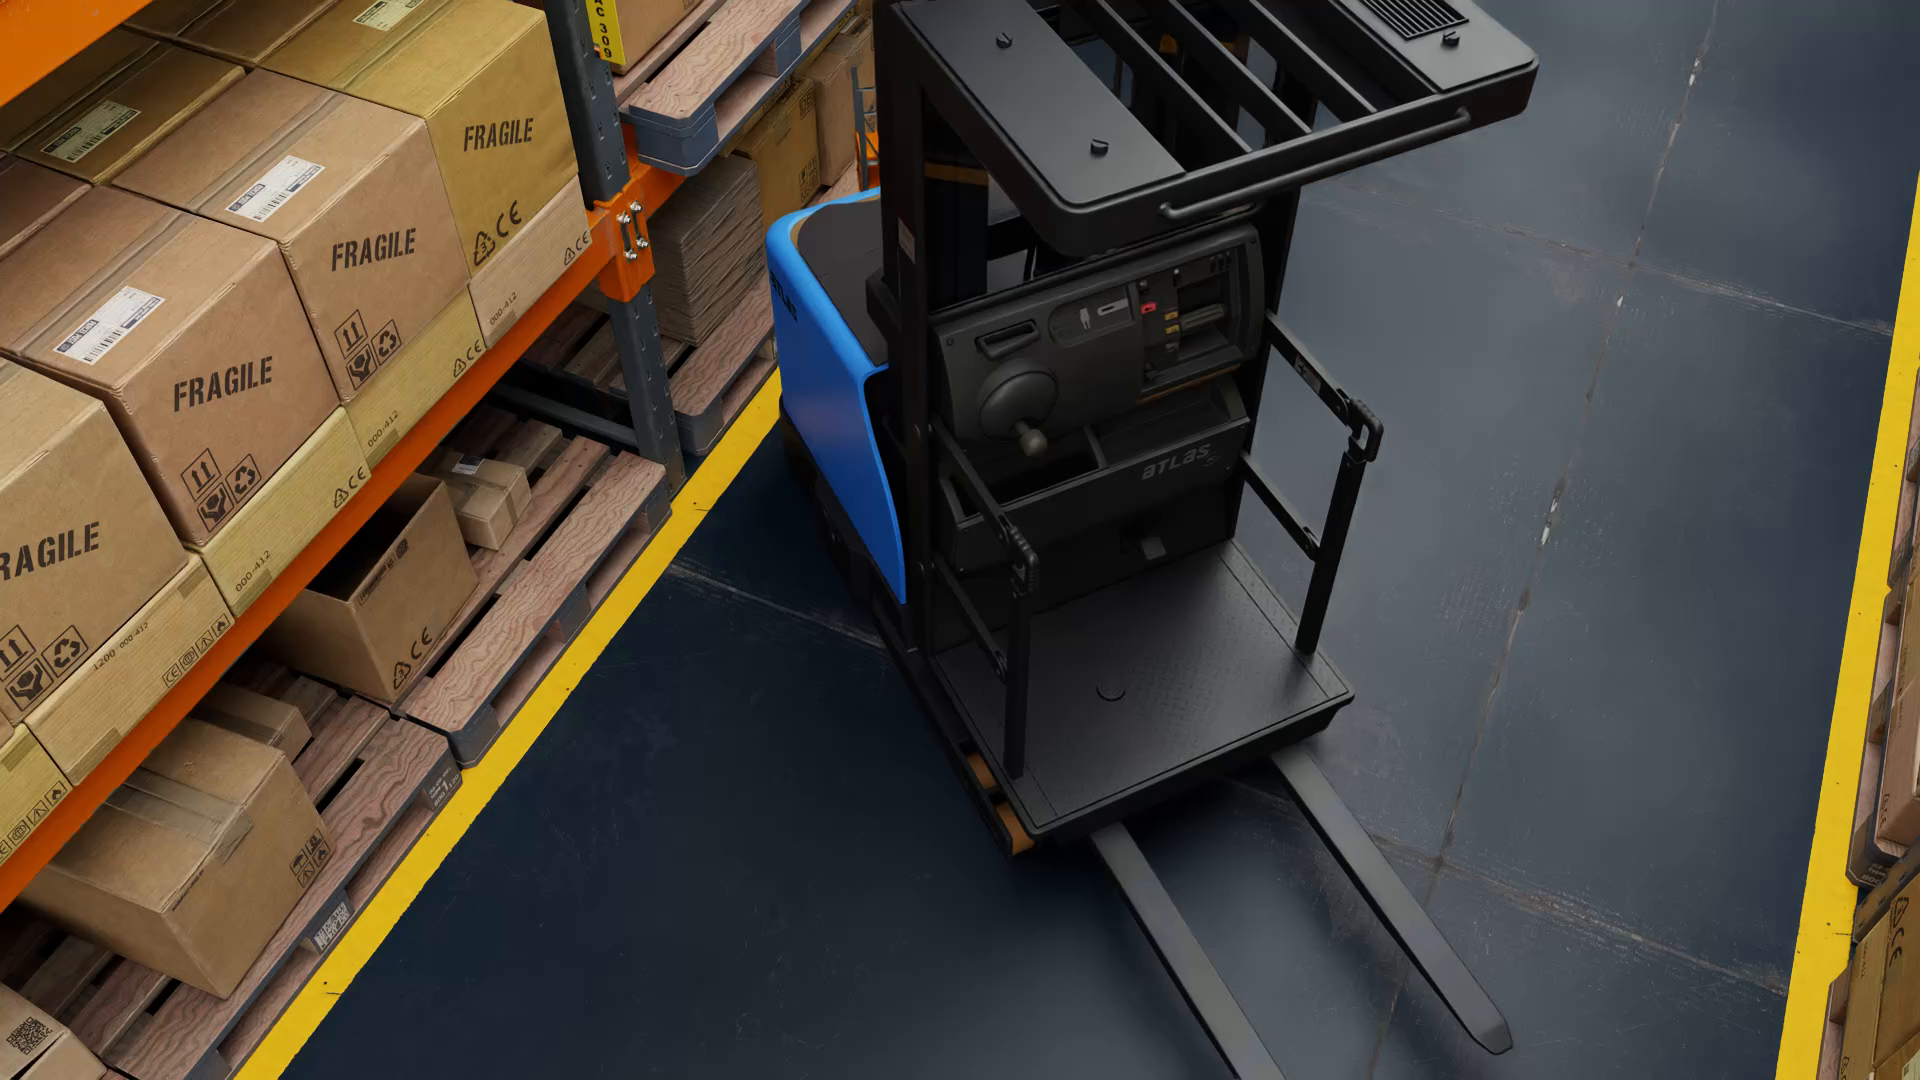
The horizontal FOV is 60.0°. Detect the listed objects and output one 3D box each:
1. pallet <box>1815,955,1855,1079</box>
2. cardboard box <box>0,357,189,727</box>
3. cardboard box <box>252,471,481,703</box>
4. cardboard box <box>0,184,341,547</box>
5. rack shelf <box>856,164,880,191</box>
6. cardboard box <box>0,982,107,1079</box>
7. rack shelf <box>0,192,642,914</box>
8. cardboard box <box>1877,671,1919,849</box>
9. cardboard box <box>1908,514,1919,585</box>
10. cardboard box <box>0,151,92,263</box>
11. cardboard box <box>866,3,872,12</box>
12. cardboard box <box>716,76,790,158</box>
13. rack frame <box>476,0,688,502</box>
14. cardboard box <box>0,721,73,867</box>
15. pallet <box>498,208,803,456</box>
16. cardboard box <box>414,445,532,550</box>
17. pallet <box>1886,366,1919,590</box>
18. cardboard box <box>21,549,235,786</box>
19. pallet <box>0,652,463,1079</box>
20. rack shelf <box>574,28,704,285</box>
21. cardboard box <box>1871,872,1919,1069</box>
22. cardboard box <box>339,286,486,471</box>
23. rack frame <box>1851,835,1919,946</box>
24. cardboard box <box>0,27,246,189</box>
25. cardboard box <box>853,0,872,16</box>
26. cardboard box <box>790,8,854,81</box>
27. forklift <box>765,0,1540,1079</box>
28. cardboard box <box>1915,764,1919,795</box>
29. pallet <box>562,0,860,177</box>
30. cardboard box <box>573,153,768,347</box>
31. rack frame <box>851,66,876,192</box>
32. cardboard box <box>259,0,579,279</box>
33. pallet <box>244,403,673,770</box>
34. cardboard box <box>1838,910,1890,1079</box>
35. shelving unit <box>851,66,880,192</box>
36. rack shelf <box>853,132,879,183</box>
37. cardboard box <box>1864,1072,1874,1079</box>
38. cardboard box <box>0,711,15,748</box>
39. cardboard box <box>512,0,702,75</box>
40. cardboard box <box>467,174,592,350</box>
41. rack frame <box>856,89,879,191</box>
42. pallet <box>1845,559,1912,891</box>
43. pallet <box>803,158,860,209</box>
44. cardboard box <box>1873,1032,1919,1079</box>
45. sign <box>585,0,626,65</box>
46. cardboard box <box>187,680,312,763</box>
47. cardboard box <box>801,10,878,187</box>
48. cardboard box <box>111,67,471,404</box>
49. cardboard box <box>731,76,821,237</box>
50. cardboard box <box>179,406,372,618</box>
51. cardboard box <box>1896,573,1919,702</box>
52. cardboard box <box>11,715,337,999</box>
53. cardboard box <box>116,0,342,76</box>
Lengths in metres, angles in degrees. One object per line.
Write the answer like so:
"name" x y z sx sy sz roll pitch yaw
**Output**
"pallet" 2.653 1.742 4.129 1.003 0.211 1.213 20 52 16
"cardboard box" -2.026 -0.032 3.401 0.500 0.500 0.500 21 53 17
"cardboard box" -1.857 0.091 5.056 0.500 0.500 0.500 16 52 13
"cardboard box" -1.805 -0.390 3.706 0.500 0.500 0.500 18 52 15
"rack shelf" -0.221 -1.221 5.738 0.258 0.103 0.180 -6 40 -5
"cardboard box" -2.538 1.339 4.118 0.500 0.311 0.500 24 54 19
"rack shelf" -2.304 0.306 3.993 1.077 0.370 4.000 20 52 16
"cardboard box" 2.946 0.680 4.732 0.500 0.250 0.500 19 52 16
"cardboard box" 3.382 -0.020 5.328 0.500 0.250 0.500 21 53 17
"cardboard box" -2.281 -0.553 3.844 0.500 0.500 0.500 21 53 17
"cardboard box" -0.513 -2.210 7.014 0.700 0.500 0.500 20 52 16
"cardboard box" -0.965 -1.697 6.084 0.500 0.250 0.500 19 52 15
"rack frame" -1.450 -1.305 4.891 1.000 3.000 0.127 20 52 16
"cardboard box" -2.231 0.548 3.399 0.500 0.250 0.500 19 52 16
"pallet" -1.118 -0.938 6.409 1.003 0.211 1.213 20 52 16
"cardboard box" -1.651 -0.151 5.480 0.380 0.166 0.250 14 51 11
"pallet" 3.830 -0.155 5.743 1.003 0.211 1.213 20 52 16
"cardboard box" -2.013 0.201 3.695 0.500 0.250 0.500 20 53 16
"pallet" -2.224 0.916 4.832 1.003 0.211 1.213 20 52 16
"rack shelf" -0.595 -2.449 6.336 1.077 0.370 4.000 20 52 16
"cardboard box" 2.550 1.034 3.938 0.500 0.500 0.500 20 52 16
"cardboard box" -1.598 -0.497 4.289 0.500 0.250 0.500 20 52 16
"rack frame" 3.031 0.305 3.521 1.000 3.000 0.127 20 52 16
"cardboard box" -2.064 -0.895 4.135 0.500 0.500 0.500 20 52 16
"cardboard box" -0.517 -2.394 6.677 0.500 0.250 0.500 20 52 16
"cardboard box" -0.746 -2.056 6.390 0.500 0.250 0.500 18 52 15
"forklift" 0.477 -0.408 4.173 1.130 2.935 3.031 -21 53 -17
"cardboard box" 2.945 0.506 4.512 0.500 0.311 0.500 20 52 16
"pallet" -0.991 -1.721 5.371 1.003 0.211 1.213 20 52 16
"cardboard box" -1.150 -1.149 6.111 0.700 0.500 0.500 21 53 17
"rack frame" -0.230 -1.129 5.933 0.240 1.200 0.006 -6 40 -5
"cardboard box" -1.372 -1.079 4.292 0.500 0.500 0.500 20 52 16
"pallet" -1.704 0.073 5.549 1.003 0.211 1.213 20 52 16
"cardboard box" 2.559 1.280 4.221 0.500 0.250 0.500 20 52 16
"shelving unit" -0.217 -1.071 5.863 0.258 1.200 0.189 -6 40 -5
"rack shelf" -0.224 -1.313 5.660 0.258 0.103 0.180 -6 40 -5
"cardboard box" 2.341 1.623 3.929 0.500 0.250 0.500 20 52 16
"cardboard box" -2.236 0.327 3.095 0.500 0.500 0.500 18 52 15
"cardboard box" -1.201 -1.819 4.974 0.700 0.500 0.500 20 52 16
"cardboard box" -1.378 -0.838 4.579 0.500 0.250 0.500 20 52 16
"rack frame" -0.204 -1.013 5.794 0.240 1.200 0.006 -6 40 -5
"pallet" 3.310 0.688 5.026 1.003 0.211 1.213 20 52 16
"pallet" -0.598 -1.781 7.127 1.003 0.211 1.213 20 52 16
"cardboard box" 2.343 1.381 3.643 0.500 0.500 0.500 20 52 16
"sign" -0.956 -1.414 4.415 0.100 0.325 0.005 20 52 16
"cardboard box" -2.151 0.572 4.877 0.380 0.149 0.250 16 51 13
"cardboard box" -0.720 -1.860 6.715 0.700 0.500 0.500 20 53 16
"cardboard box" -1.580 -0.734 3.998 0.500 0.500 0.500 20 52 16
"cardboard box" -0.975 -1.522 6.428 0.700 0.500 0.500 19 52 15
"cardboard box" -1.799 -0.146 3.990 0.500 0.250 0.500 20 52 16
"cardboard box" 3.164 0.332 5.028 0.500 0.250 0.500 19 52 16
"cardboard box" -2.179 0.789 4.462 0.700 0.500 0.500 17 52 14
"cardboard box" -1.839 -1.250 4.437 0.500 0.500 0.500 19 52 15
